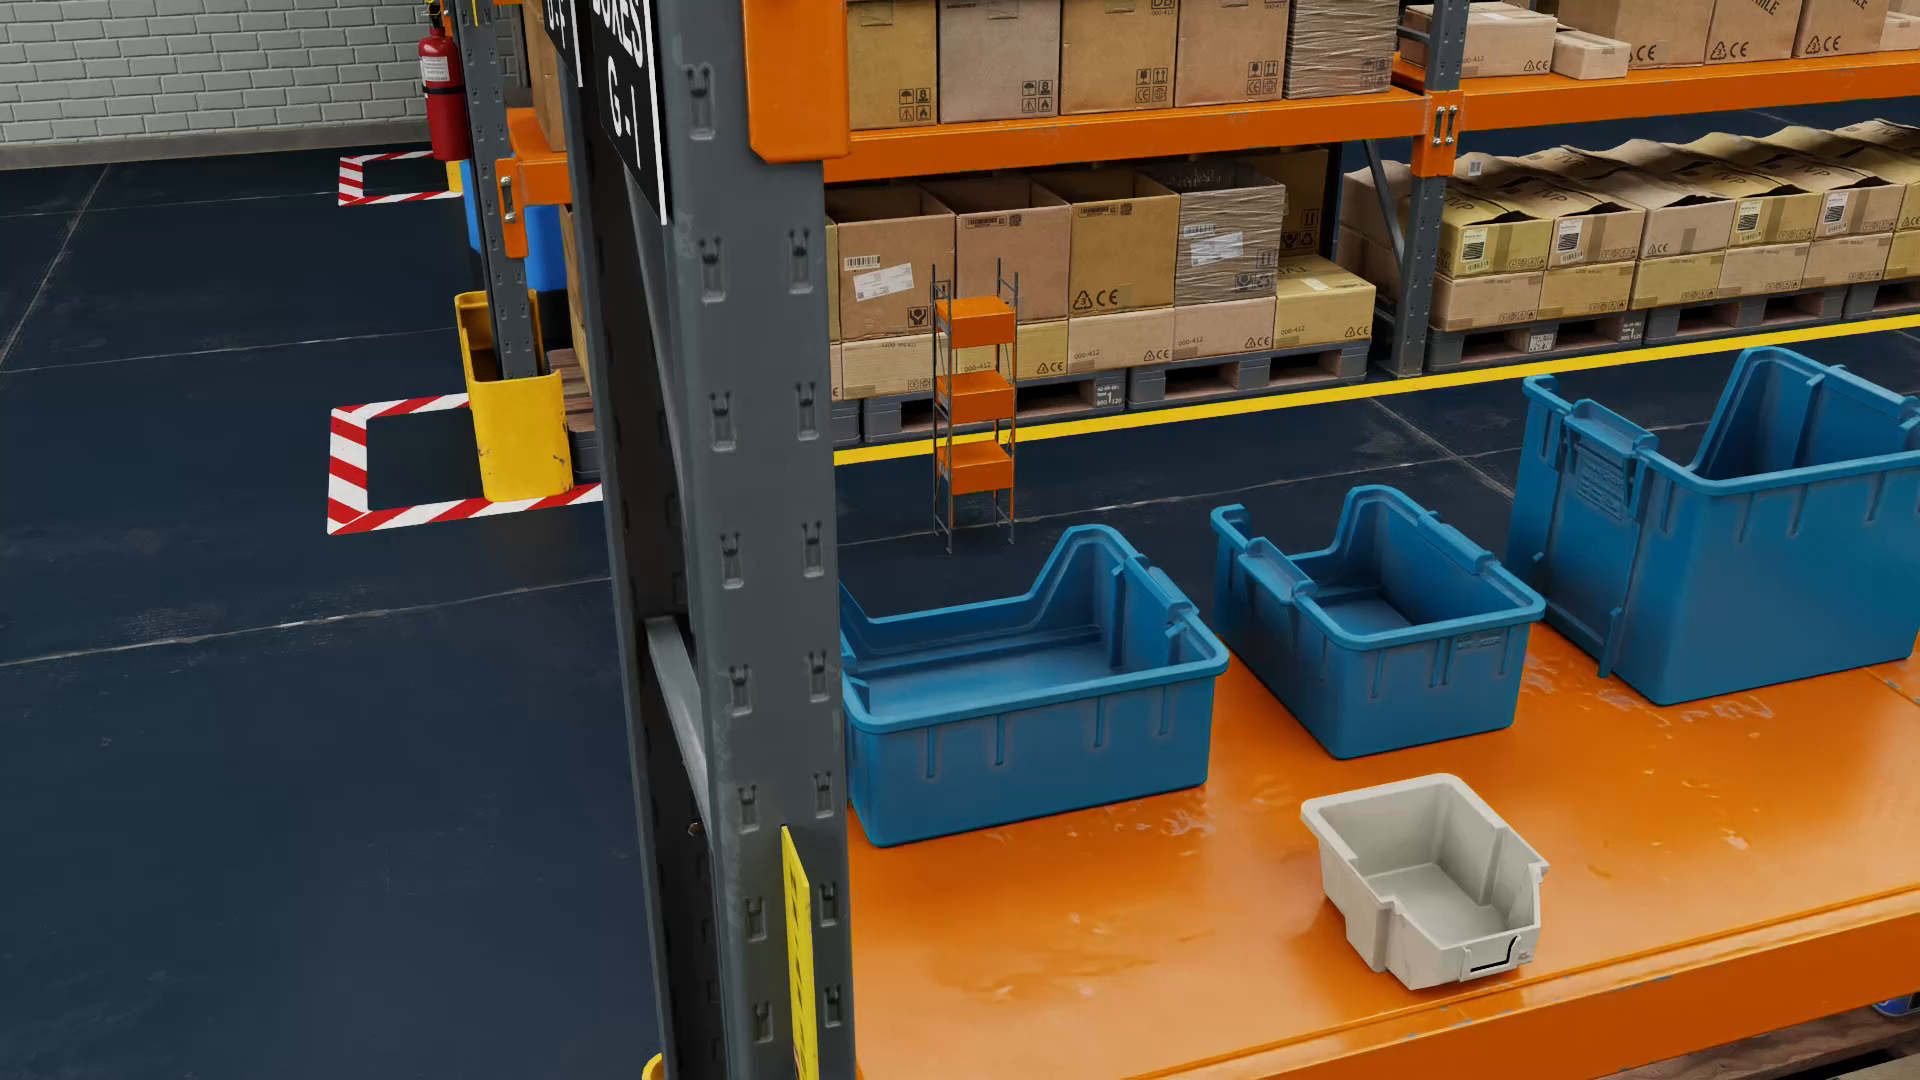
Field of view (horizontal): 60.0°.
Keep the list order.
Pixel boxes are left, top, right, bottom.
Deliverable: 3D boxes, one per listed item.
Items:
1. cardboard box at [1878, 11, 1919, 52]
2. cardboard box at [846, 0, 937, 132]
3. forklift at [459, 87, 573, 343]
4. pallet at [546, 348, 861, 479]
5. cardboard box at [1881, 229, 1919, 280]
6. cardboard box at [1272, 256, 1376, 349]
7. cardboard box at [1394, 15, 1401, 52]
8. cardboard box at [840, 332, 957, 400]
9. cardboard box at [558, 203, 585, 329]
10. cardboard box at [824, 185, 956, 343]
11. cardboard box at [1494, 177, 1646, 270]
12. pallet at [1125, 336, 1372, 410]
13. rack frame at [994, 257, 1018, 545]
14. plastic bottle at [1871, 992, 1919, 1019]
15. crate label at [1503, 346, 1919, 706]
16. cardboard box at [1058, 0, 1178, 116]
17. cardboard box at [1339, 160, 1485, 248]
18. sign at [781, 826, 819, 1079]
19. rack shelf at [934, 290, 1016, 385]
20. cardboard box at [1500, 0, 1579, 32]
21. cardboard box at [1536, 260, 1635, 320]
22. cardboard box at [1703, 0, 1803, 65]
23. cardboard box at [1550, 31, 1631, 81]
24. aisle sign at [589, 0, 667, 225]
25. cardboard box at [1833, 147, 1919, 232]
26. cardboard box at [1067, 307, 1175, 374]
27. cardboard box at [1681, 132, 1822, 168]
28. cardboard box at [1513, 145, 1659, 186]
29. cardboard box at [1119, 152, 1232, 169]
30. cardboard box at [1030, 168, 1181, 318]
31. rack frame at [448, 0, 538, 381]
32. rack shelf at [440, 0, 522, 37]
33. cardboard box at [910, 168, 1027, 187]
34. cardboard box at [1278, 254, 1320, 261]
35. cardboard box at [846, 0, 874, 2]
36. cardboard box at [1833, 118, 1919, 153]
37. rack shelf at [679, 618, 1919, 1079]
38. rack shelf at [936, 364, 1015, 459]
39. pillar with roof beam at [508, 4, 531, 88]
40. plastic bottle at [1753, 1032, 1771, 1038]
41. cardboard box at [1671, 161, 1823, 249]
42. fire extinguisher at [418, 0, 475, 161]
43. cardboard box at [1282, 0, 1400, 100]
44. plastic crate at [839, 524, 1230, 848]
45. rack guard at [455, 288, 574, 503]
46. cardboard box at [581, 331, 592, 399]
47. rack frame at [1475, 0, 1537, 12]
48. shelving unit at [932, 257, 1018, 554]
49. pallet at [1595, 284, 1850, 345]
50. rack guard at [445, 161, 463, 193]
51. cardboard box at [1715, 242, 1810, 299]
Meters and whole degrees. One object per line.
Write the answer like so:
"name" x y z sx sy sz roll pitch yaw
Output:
"cardboard box" 4.557 -2.547 8.290 0.250 0.149 0.380 -6 27 -12
"cardboard box" -0.435 -2.001 6.796 0.500 0.500 0.700 -8 28 -16
"forklift" -1.034 -2.746 8.486 3.031 2.935 1.130 -15 30 -28
"pallet" -1.141 -0.632 7.285 1.213 0.211 1.003 -8 28 -16
"cardboard box" 4.838 -1.568 8.654 0.500 0.250 0.500 -9 28 -17
"cardboard box" 1.575 -1.109 7.730 0.500 0.250 0.500 -8 28 -16
"cardboard box" 3.020 -3.888 13.024 0.500 0.500 0.700 -8 28 -16
"cardboard box" -0.326 -0.833 7.174 0.500 0.250 0.500 -8 28 -16
"cardboard box" -1.437 -1.250 7.170 0.500 0.500 0.500 -8 28 -16
"cardboard box" -0.330 -1.174 7.017 0.500 0.500 0.500 -8 28 -16
"cardboard box" 2.896 -1.534 7.956 0.500 0.311 0.500 -9 28 -17
"pallet" 1.179 -0.968 7.961 1.213 0.211 1.003 -8 28 -16
"rack frame" 0.167 -0.494 6.065 0.008 1.050 0.200 -8 28 -16
"plastic bottle" 2.069 0.889 3.655 0.135 0.276 0.152 -8 28 -16
"crate label" 1.342 -0.046 2.930 0.616 0.435 0.502 -8 28 -16
"cardboard box" 0.551 -2.146 7.088 0.500 0.500 0.700 -8 27 -15
"cardboard box" 2.245 -1.693 8.276 0.500 0.311 0.500 -8 28 -16
"sign" -0.158 0.447 1.666 0.005 0.325 0.100 -8 28 -16
"rack shelf" 0.051 -0.722 5.910 0.240 0.259 0.215 -8 28 -16
"cardboard box" 2.727 -2.447 7.956 0.258 0.266 0.396 -9 28 -17
"cardboard box" 2.895 -1.285 8.086 0.500 0.250 0.500 -8 27 -15
"cardboard box" 3.661 -2.593 7.988 0.500 0.500 0.500 -8 28 -16
"cardboard box" 2.854 -2.231 7.654 0.250 0.149 0.380 -8 28 -16
"aisle sign" -0.302 -0.693 1.350 0.004 0.787 0.394 -8 28 -16
"cardboard box" 4.838 -1.816 8.524 0.500 0.311 0.500 -9 28 -17
"cardboard box" 0.626 -0.969 7.448 0.500 0.250 0.500 -8 28 -16
"cardboard box" 4.180 -1.974 8.842 0.500 0.311 0.500 -9 28 -17
"cardboard box" 3.213 -1.835 8.562 0.500 0.311 0.500 -8 28 -16
"cardboard box" 0.937 -1.597 7.870 0.500 0.500 0.500 -8 28 -16
"cardboard box" 0.622 -1.310 7.292 0.500 0.500 0.500 -8 28 -16
"rack frame" -1.855 -1.757 6.417 0.127 3.000 1.000 -8 28 -16
"rack shelf" -1.491 -3.805 11.349 4.000 0.370 1.077 -8 28 -16
"cardboard box" -0.015 -1.462 7.598 0.500 0.500 0.500 -8 28 -16
"cardboard box" 1.413 -1.329 8.174 0.500 0.250 0.500 -8 28 -16
"cardboard box" -0.434 -2.199 6.463 0.250 0.149 0.380 -9 28 -18
"cardboard box" 5.163 -2.119 9.134 0.500 0.311 0.500 -7 27 -14
"rack shelf" 1.577 0.384 2.912 4.000 0.370 1.077 -8 28 -16
"rack shelf" 0.051 -0.468 6.036 0.240 0.259 0.215 -8 28 -16
"pillar with roof beam" -1.662 -5.180 6.565 0.400 9.000 9.100 -8 28 -16
"plastic bottle" 1.722 0.963 3.588 0.097 0.201 0.097 0 26 0
"cardboard box" 3.880 -1.680 8.250 0.500 0.311 0.500 -7 27 -15
"fire extinguisher" -2.111 -1.903 6.797 0.183 0.674 0.296 -8 28 -16
"cardboard box" 1.528 -2.289 7.376 0.500 0.500 0.700 -9 28 -17
"plastic crate" 0.059 0.209 2.624 0.616 0.251 0.499 -8 28 -16
"rack guard" -1.878 -0.635 6.966 0.348 0.500 1.175 -8 28 -16
"cardboard box" -1.276 -0.694 6.894 0.500 0.250 0.500 -8 28 -16
"rack frame" 4.214 -4.953 12.854 0.127 3.000 1.000 -8 28 -16
"shelving unit" 0.051 -0.478 6.031 0.252 1.050 0.215 -8 28 -16
"pallet" 3.799 -1.347 8.726 1.213 0.211 1.003 -8 28 -16
"rack guard" -3.320 -2.742 11.212 0.348 0.500 1.175 -8 28 -16
"cardboard box" 3.871 -1.428 8.372 0.500 0.250 0.500 -8 27 -15
